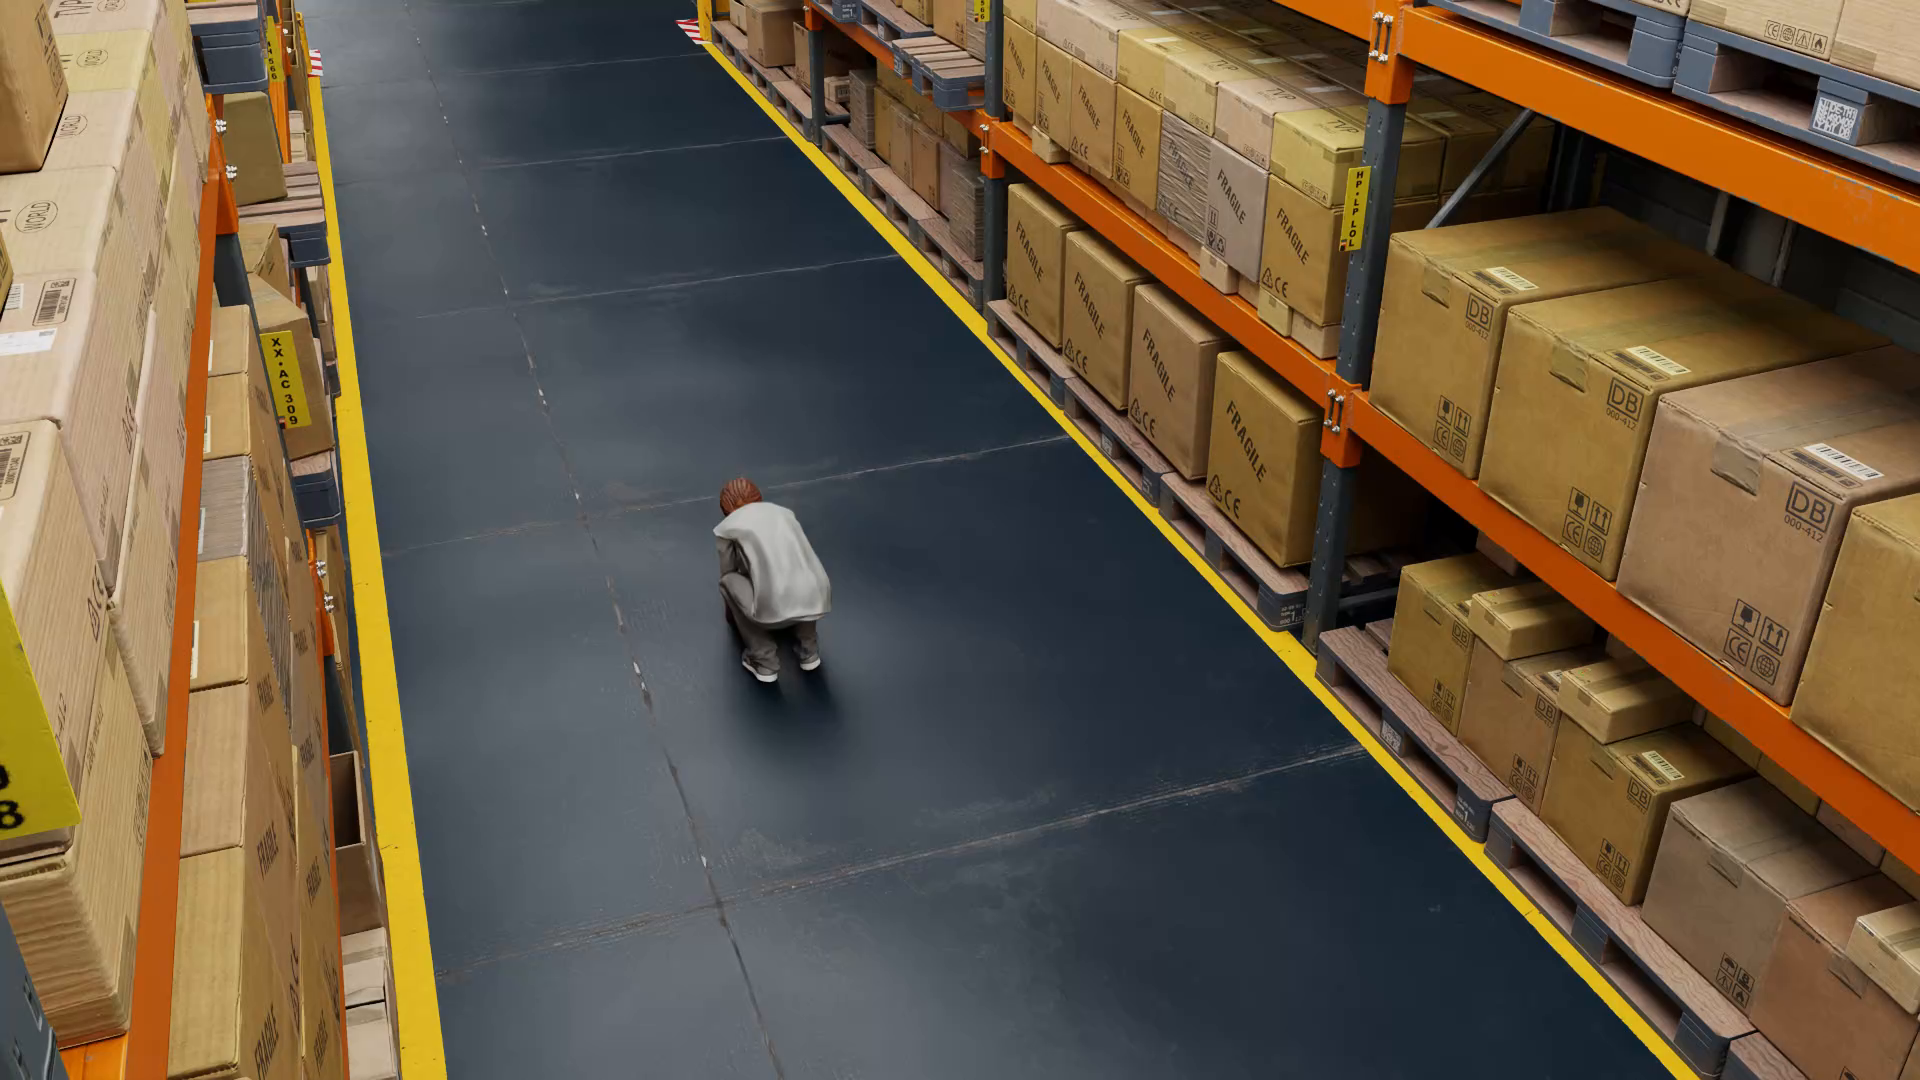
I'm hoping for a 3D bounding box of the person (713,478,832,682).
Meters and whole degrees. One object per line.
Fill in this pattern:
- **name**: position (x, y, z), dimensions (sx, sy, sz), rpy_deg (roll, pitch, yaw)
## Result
- **person**: position (-0.821, 0.199, 7.231), dimensions (0.422, 0.734, 0.849), rpy_deg (-11, 32, -18)
